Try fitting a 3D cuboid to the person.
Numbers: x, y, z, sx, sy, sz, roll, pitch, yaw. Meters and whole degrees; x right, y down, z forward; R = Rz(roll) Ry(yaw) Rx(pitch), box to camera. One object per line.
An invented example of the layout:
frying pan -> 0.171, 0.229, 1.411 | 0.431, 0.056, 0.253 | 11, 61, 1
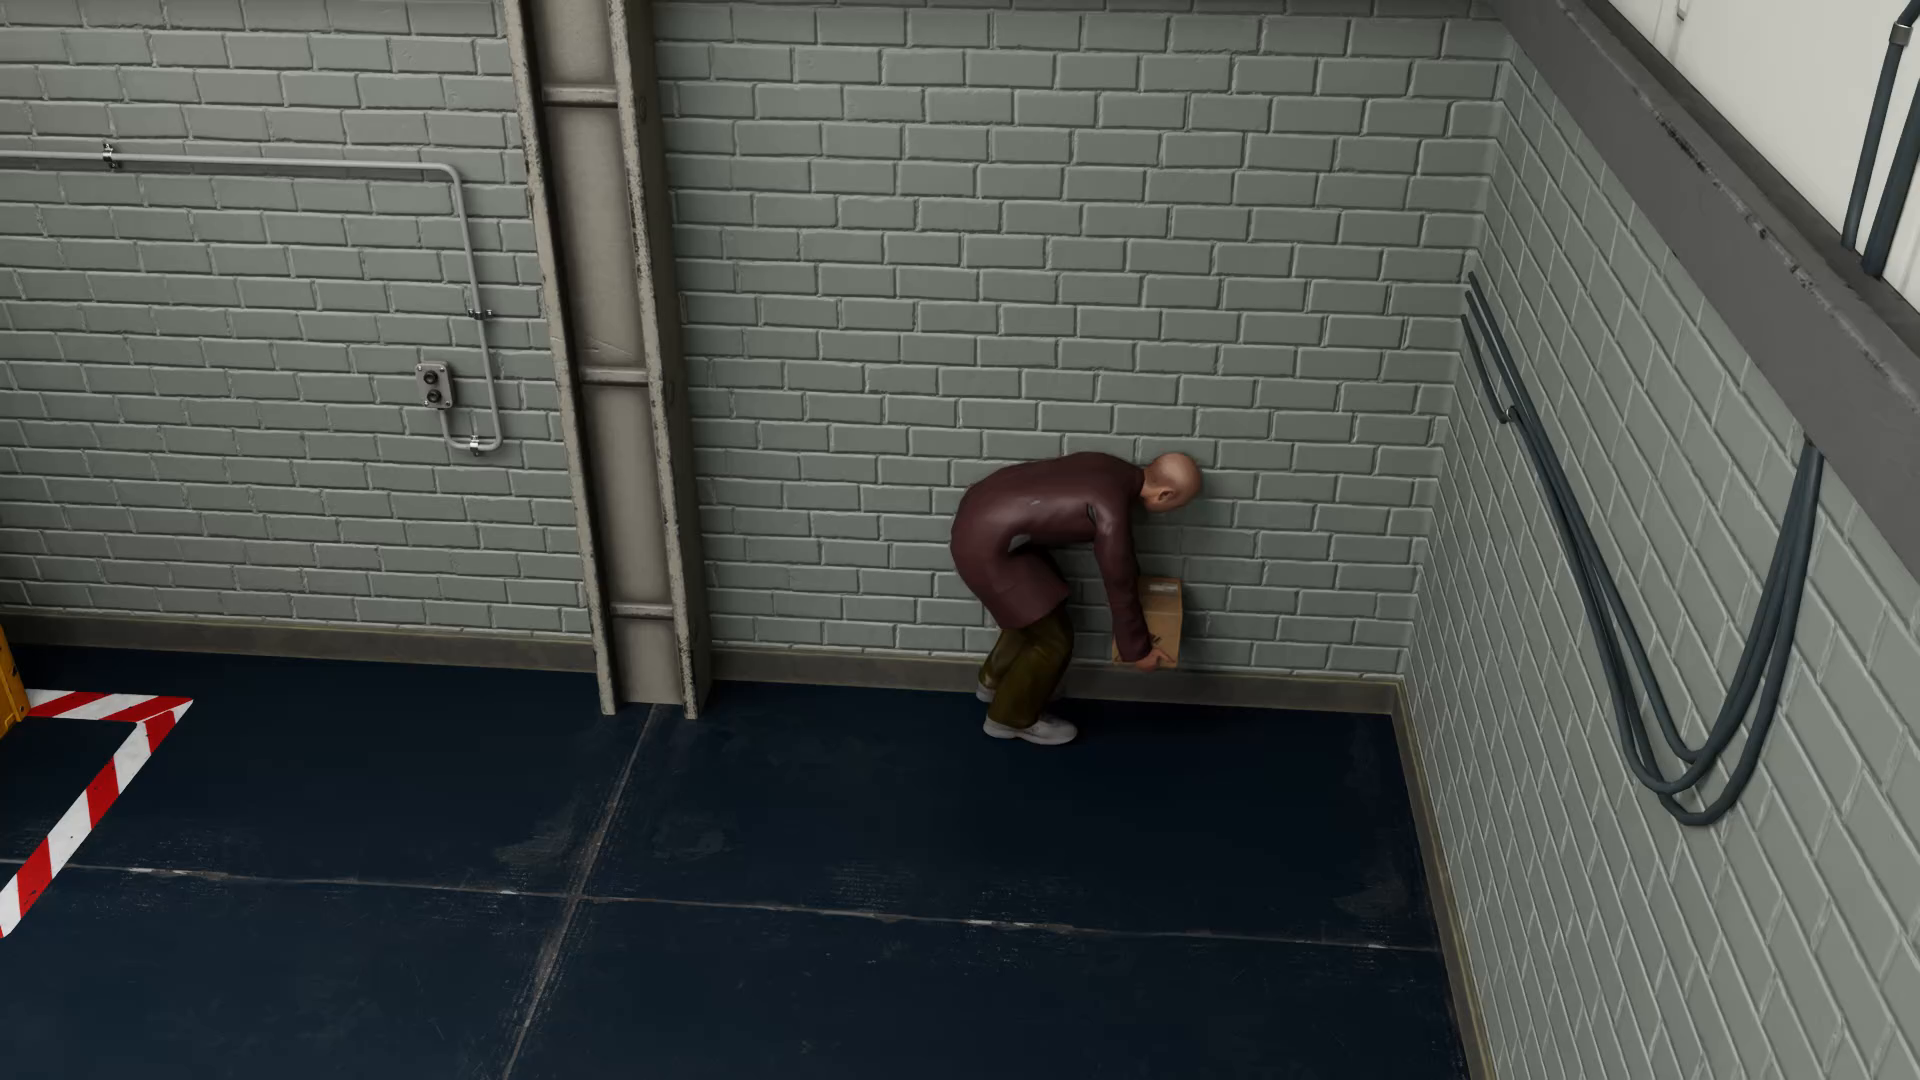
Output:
person -> 0.425, 0.202, 6.368 | 0.928, 1.205, 0.574 | 1, 32, 2
